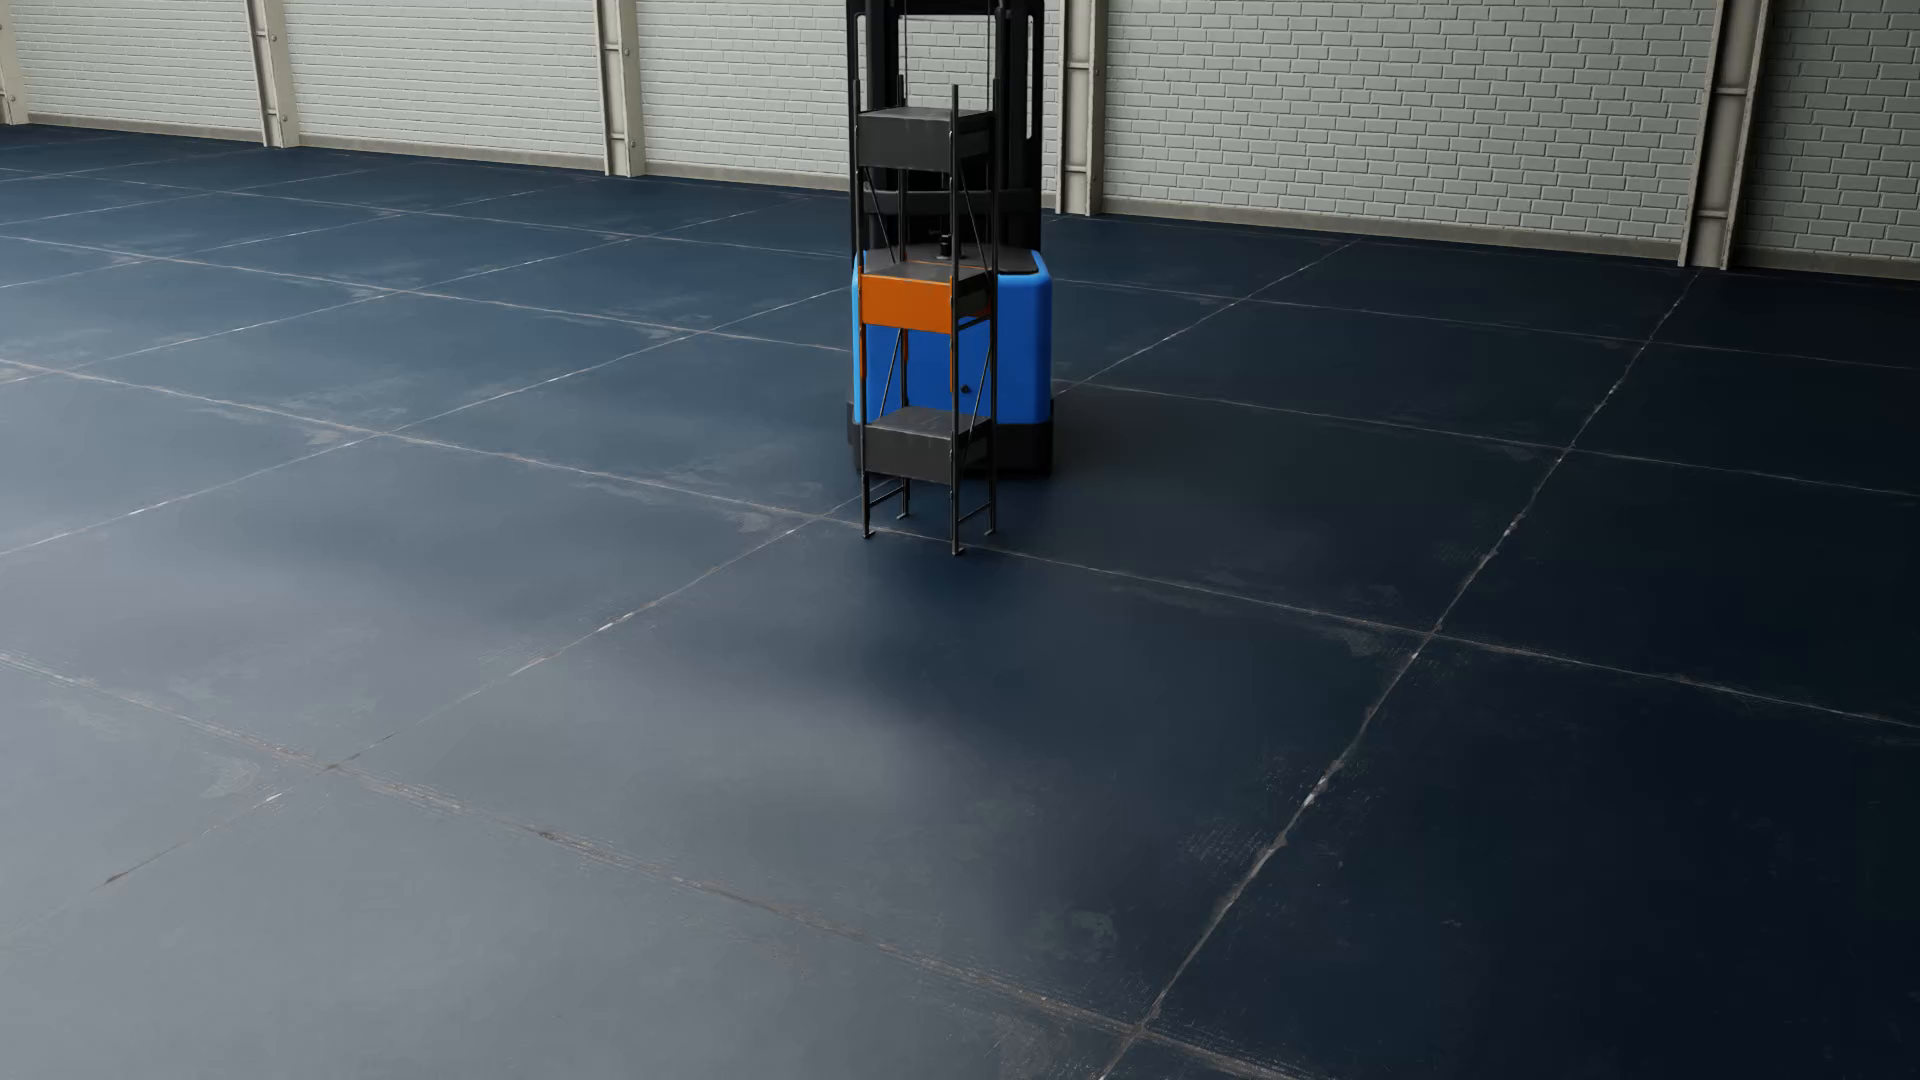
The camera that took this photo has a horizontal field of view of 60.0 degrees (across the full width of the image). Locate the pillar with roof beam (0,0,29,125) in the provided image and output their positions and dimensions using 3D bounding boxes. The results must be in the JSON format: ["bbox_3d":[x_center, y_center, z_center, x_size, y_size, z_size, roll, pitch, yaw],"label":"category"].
[{"bbox_3d":[-16.583,-9.329,20.386,0.400,9.000,9.100,11,23,27],"label":"pillar with roof beam"}]

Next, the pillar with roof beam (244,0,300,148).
[{"bbox_3d":[-11.345,-8.331,17.636,0.400,9.000,9.100,11,23,27],"label":"pillar with roof beam"}]

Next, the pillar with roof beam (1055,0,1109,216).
[{"bbox_3d":[-0.868,-6.335,12.134,0.400,9.000,9.100,11,23,27],"label":"pillar with roof beam"}]

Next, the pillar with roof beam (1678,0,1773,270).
[{"bbox_3d":[4.370,-5.338,9.383,0.400,9.000,9.100,11,23,27],"label":"pillar with roof beam"}]

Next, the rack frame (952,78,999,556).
[{"bbox_3d":[0.069,-0.974,7.471,0.015,2.100,0.400,11,23,27],"label":"rack frame"}]

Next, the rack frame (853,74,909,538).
[{"bbox_3d":[-0.358,-1.055,7.695,0.015,2.100,0.400,11,23,27],"label":"rack frame"}]

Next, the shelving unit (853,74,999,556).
[{"bbox_3d":[-0.145,-1.015,7.583,0.503,2.100,0.431,11,23,27],"label":"shelving unit"}]

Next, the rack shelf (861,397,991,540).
[{"bbox_3d":[-0.145,-0.344,7.826,0.480,0.518,0.431,11,23,27],"label":"rack shelf"}]

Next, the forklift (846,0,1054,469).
[{"bbox_3d":[-0.091,-2.195,9.617,1.130,2.935,3.031,-1,20,-2],"label":"forklift"}]

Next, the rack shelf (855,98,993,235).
[{"bbox_3d":[-0.145,-1.660,7.349,0.480,0.518,0.431,11,23,27],"label":"rack shelf"}]

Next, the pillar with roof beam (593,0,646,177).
[{"bbox_3d":[-6.106,-7.333,14.885,0.400,9.000,9.100,11,23,27],"label":"pillar with roof beam"}]

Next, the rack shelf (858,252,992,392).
[{"bbox_3d":[-0.145,-1.002,7.588,0.480,0.518,0.431,11,23,27],"label":"rack shelf"}]
